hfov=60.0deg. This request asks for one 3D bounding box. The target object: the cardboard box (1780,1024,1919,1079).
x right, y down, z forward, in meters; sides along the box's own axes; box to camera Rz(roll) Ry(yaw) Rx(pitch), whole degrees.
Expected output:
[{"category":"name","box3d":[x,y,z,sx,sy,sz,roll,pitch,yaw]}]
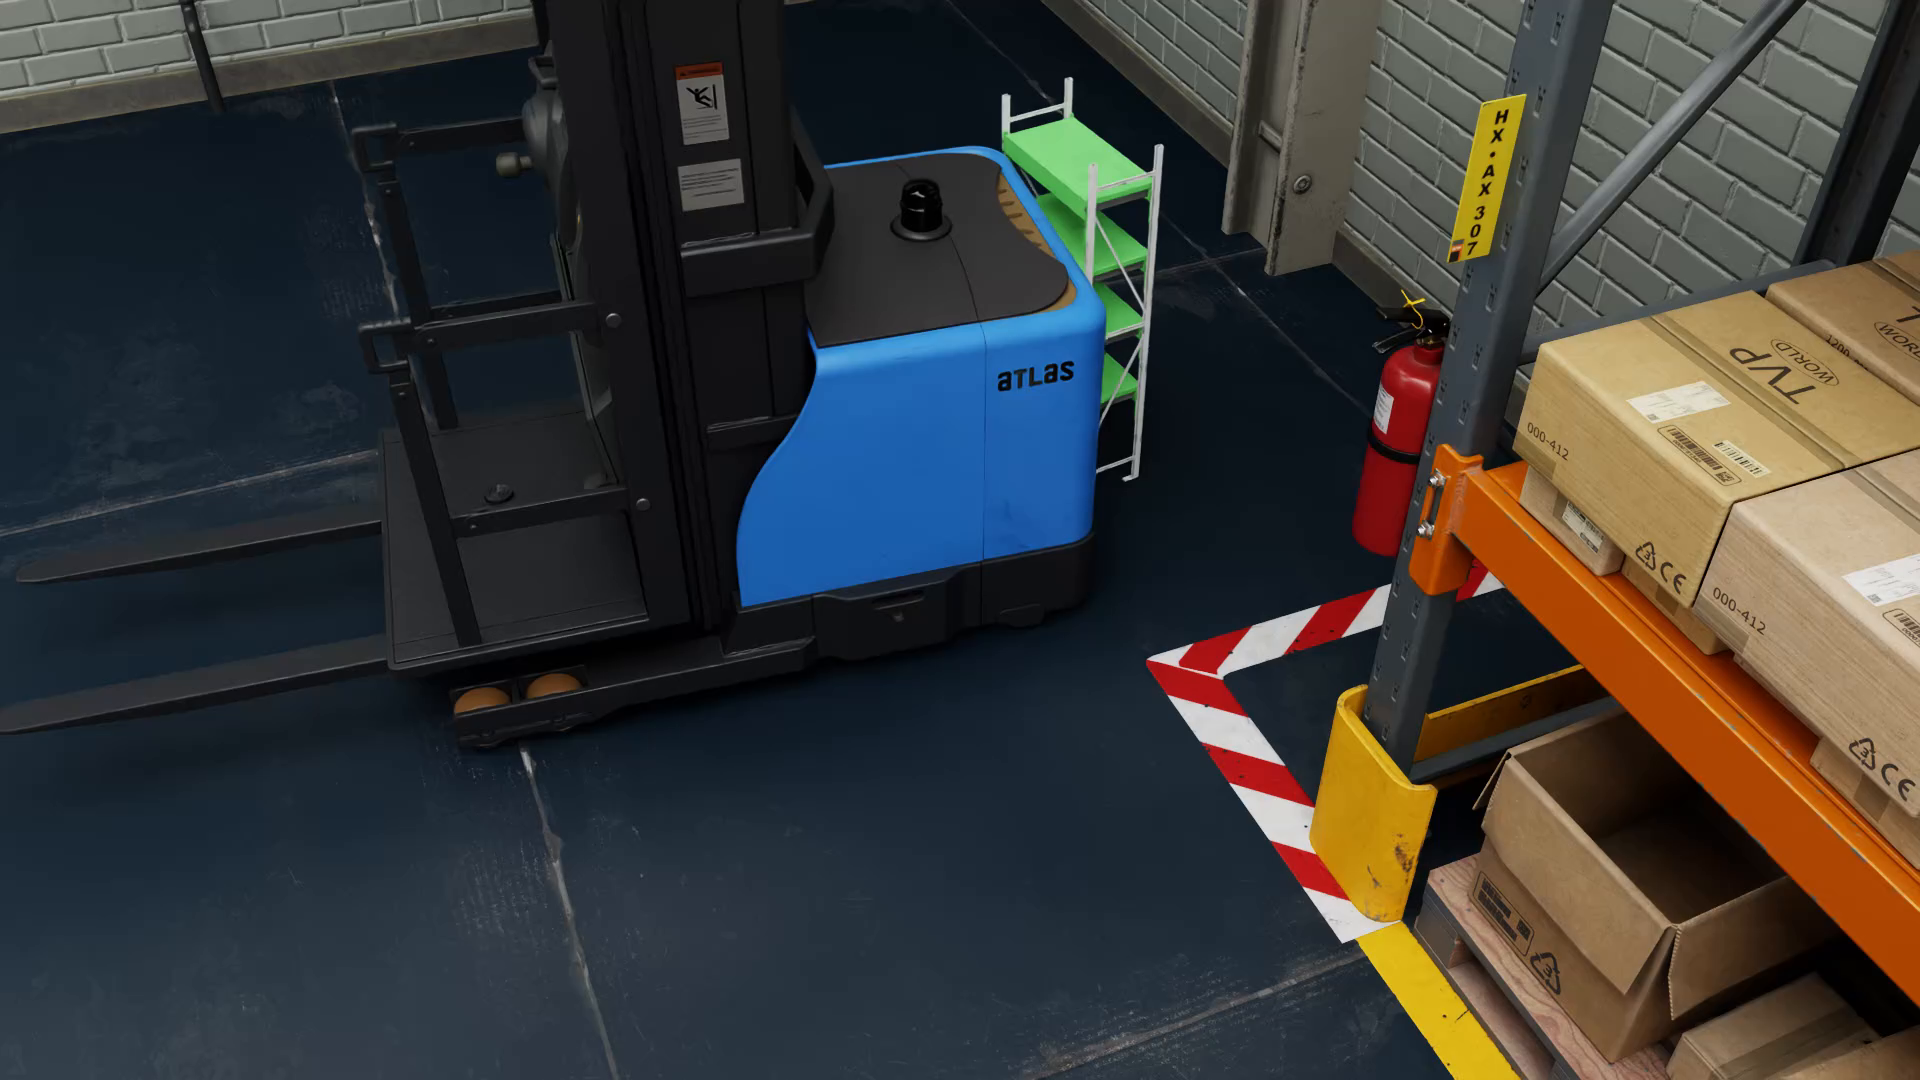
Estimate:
[{"category":"cardboard box","box3d":[1.906,1.240,3.103,0.700,0.500,0.500,-13,42,-15]}]

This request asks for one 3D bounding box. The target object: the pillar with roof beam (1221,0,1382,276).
[{"category":"pillar with roof beam","box3d":[-2.708,-3.515,2.436,9.100,9.000,0.400,-15,43,-17]}]

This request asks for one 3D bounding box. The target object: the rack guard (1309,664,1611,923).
[{"category":"rack guard","box3d":[1.497,0.528,4.253,1.175,0.500,0.348,-15,43,-17]}]

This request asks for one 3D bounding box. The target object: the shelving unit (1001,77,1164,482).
[{"category":"shelving unit","box3d":[0.357,-0.766,5.218,0.258,1.200,0.503,-20,45,-21]}]

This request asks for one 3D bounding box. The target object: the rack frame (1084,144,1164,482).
[{"category":"rack frame","box3d":[0.474,-0.627,5.056,0.240,1.200,0.015,-20,45,-21]}]

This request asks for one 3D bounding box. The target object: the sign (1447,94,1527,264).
[{"category":"sign","box3d":[0.967,-0.658,3.051,0.100,0.325,0.005,-15,43,-17]}]

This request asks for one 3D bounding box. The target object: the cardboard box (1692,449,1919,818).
[{"category":"cardboard box","box3d":[1.586,0.123,2.694,0.500,0.250,0.500,-15,43,-16]}]

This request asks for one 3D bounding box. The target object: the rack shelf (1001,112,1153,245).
[{"category":"rack shelf","box3d":[0.353,-1.080,4.945,0.258,0.148,0.480,-20,45,-21]}]

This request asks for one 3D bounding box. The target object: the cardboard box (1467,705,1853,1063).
[{"category":"cardboard box","box3d":[1.615,0.714,3.712,0.797,0.503,0.637,-17,43,-19]}]

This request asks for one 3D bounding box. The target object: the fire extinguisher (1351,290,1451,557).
[{"category":"fire extinguisher","box3d":[0.985,-0.268,3.607,0.296,0.674,0.183,-15,43,-17]}]

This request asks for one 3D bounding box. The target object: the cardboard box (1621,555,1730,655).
[{"category":"cardboard box","box3d":[1.481,0.038,3.098,0.380,0.149,0.250,-14,43,-16]}]

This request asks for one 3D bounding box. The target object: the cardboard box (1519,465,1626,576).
[{"category":"cardboard box","box3d":[1.341,-0.104,3.263,0.380,0.149,0.250,-15,43,-17]}]

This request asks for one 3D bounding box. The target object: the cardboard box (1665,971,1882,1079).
[{"category":"cardboard box","box3d":[1.741,1.114,3.519,0.380,0.149,0.250,-17,43,-19]}]

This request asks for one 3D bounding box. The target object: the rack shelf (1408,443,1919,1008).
[{"category":"rack shelf","box3d":[2.234,1.012,2.324,1.077,0.370,4.000,-15,43,-17]}]

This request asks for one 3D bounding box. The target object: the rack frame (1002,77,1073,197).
[{"category":"rack frame","box3d":[0.240,-0.906,5.381,0.240,1.200,0.015,-20,45,-21]}]

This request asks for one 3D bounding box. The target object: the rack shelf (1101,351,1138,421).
[{"category":"rack shelf","box3d":[0.360,-0.537,5.418,0.258,0.148,0.480,-20,45,-21]}]

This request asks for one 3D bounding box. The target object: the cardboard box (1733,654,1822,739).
[{"category":"cardboard box","box3d":[1.613,0.187,2.924,0.380,0.149,0.250,-16,43,-17]}]

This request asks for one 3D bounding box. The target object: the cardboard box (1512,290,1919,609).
[{"category":"cardboard box","box3d":[1.393,-0.181,3.047,0.500,0.250,0.500,-15,43,-17]}]

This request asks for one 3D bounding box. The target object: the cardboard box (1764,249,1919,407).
[{"category":"cardboard box","box3d":[1.889,-0.311,3.198,0.500,0.250,0.500,-14,43,-16]}]

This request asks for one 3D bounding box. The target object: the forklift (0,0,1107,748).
[{"category":"forklift","box3d":[-1.176,-0.928,4.081,3.031,2.935,1.130,-11,42,-12]}]

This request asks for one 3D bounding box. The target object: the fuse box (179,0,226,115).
[{"category":"fuse box","box3d":[-3.299,-2.564,6.919,0.539,1.711,0.414,-15,43,-17]}]

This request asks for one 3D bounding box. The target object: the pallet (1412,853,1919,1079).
[{"category":"pallet","box3d":[1.803,1.117,3.789,1.003,0.211,1.213,-15,43,-17]}]

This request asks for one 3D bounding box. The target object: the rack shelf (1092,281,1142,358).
[{"category":"rack shelf","box3d":[0.358,-0.718,5.260,0.258,0.148,0.480,-20,45,-21]}]

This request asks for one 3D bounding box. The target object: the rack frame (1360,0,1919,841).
[{"category":"rack frame","box3d":[1.468,-0.466,3.491,1.000,3.000,0.127,-15,43,-17]}]

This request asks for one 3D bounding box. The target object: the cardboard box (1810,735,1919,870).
[{"category":"cardboard box","box3d":[1.653,0.355,2.729,0.380,0.149,0.250,-14,43,-16]}]

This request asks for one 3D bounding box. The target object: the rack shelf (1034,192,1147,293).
[{"category":"rack shelf","box3d":[0.355,-0.899,5.103,0.258,0.148,0.480,-20,45,-21]}]
